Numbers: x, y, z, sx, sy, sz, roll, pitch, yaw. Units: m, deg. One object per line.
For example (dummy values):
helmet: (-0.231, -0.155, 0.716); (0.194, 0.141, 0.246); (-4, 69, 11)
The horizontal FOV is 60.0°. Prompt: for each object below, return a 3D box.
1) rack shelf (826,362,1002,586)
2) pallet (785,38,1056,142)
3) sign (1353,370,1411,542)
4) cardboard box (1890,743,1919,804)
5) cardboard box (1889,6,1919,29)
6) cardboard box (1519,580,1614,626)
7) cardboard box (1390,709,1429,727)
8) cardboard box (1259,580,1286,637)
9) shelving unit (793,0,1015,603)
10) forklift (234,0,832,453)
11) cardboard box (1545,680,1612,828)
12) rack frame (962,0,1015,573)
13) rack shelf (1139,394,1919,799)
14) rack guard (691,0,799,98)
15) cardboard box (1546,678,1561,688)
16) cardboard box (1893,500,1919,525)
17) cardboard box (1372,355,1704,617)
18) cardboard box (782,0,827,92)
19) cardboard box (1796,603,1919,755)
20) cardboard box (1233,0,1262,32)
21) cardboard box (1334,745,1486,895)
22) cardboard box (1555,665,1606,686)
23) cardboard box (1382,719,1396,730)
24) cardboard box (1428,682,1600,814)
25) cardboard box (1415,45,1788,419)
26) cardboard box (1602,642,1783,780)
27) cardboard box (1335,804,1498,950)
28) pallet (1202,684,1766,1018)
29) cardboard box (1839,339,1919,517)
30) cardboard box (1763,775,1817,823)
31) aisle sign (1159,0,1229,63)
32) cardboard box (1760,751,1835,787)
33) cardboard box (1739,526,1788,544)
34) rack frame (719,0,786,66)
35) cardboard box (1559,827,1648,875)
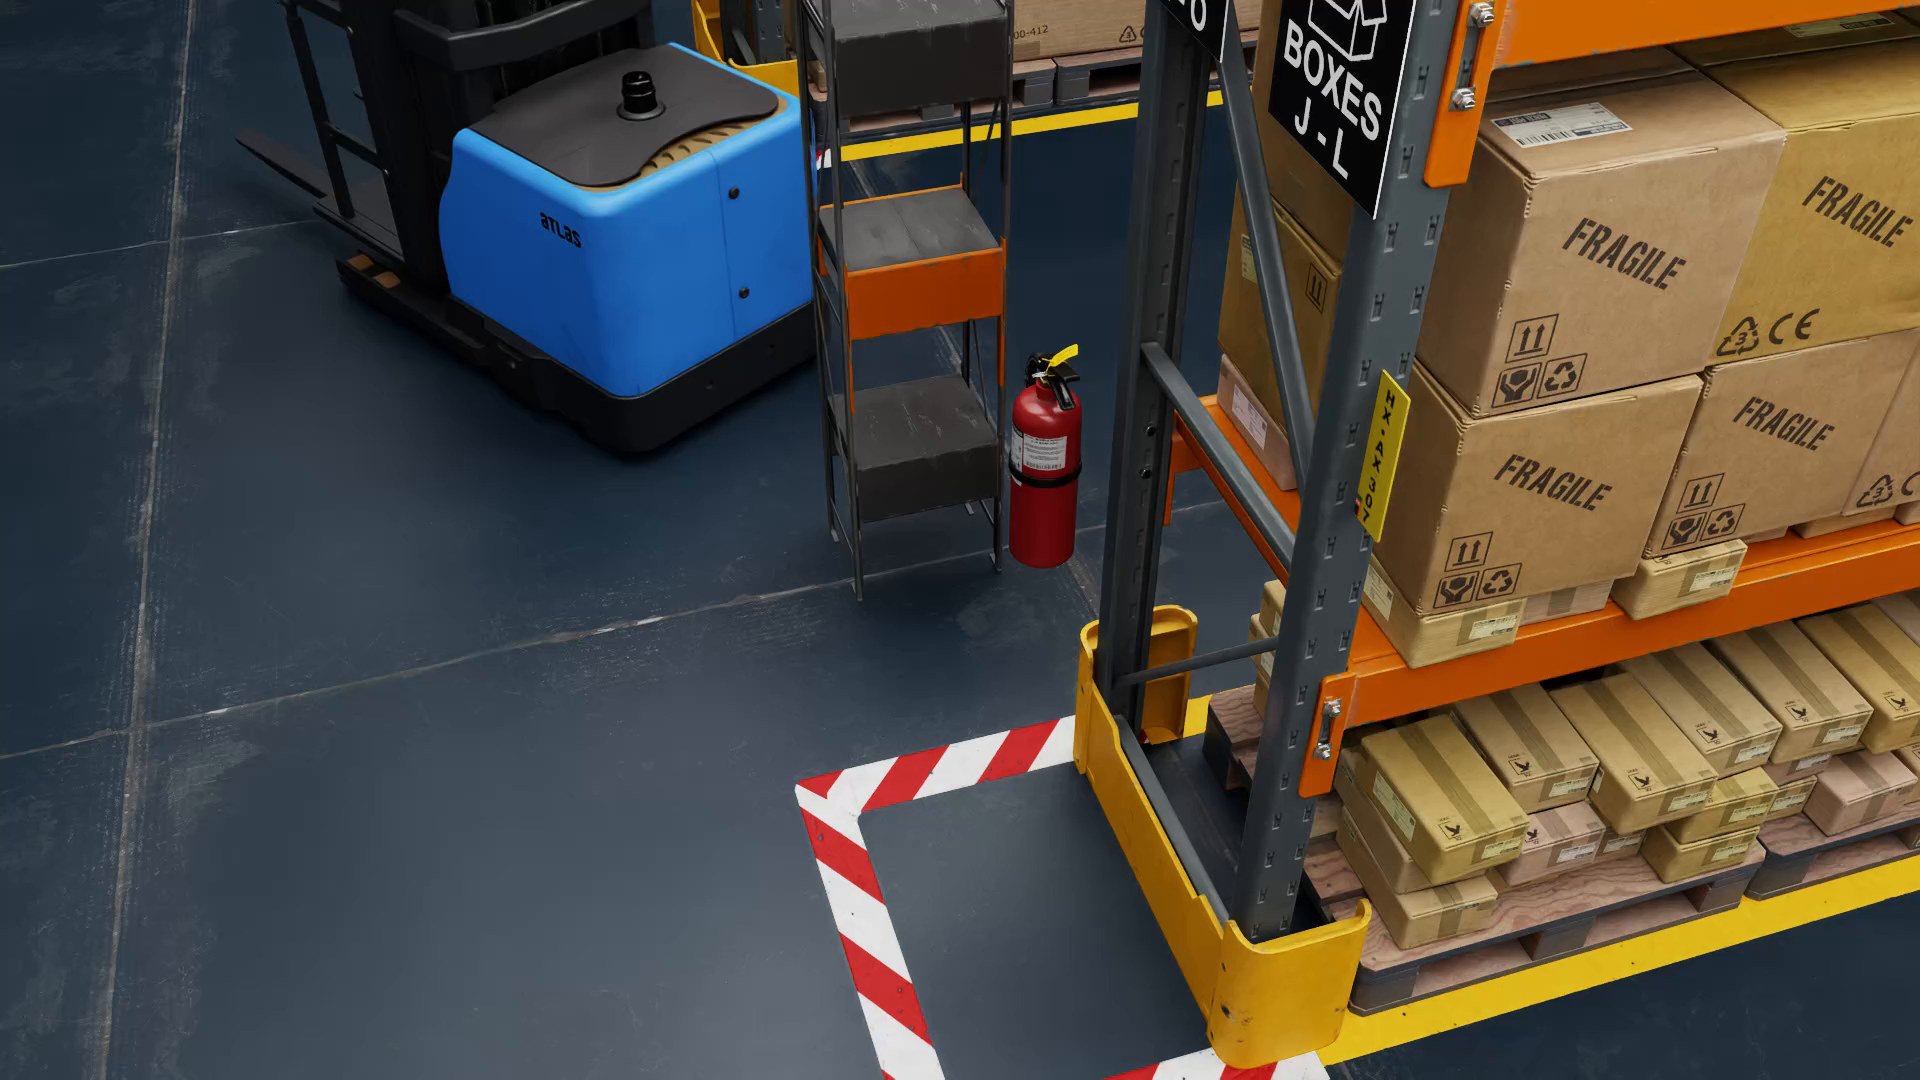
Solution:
rack shelf: (-0.158, -0.221, 5.491); (0.480, 0.518, 0.431); (-12, 42, -13)
pallet: (-0.254, -2.406, 8.343); (1.213, 0.211, 1.003); (-12, 42, -13)
sign: (0.753, -0.148, 2.981); (0.005, 0.325, 0.100); (-12, 42, -13)
cardboard box: (2.657, 0.537, 4.704); (0.250, 0.149, 0.380); (-12, 42, -13)
cardboard box: (2.080, -0.803, 3.327); (0.500, 0.500, 0.500); (-13, 43, -14)
cardboard box: (1.227, -0.002, 3.664); (0.250, 0.149, 0.380); (-10, 42, -12)
cardboard box: (1.273, 0.340, 4.702); (0.250, 0.149, 0.380); (-13, 43, -14)
cardboard box: (1.018, 0.266, 4.562); (0.250, 0.149, 0.380); (-11, 42, -13)
shelving unit: (-0.158, -0.758, 5.022); (0.503, 2.100, 0.431); (-12, 42, -13)
forklift: (-1.935, -2.261, 6.110); (3.031, 2.935, 1.130); (31, 50, 30)
cardboard box: (1.652, 0.576, 4.432); (0.250, 0.149, 0.380); (-11, 42, -13)
rack frame: (0.075, -0.806, 5.077); (0.015, 2.100, 0.400); (-12, 42, -13)
rack shelf: (2.497, -0.286, 4.345); (4.000, 0.370, 1.077); (-12, 42, -13)
rack guard: (-1.017, -2.302, 8.005); (0.348, 0.500, 1.175); (-12, 42, -13)
cardboard box: (1.753, 0.349, 4.918); (0.250, 0.149, 0.380); (-11, 42, -13)
cardboard box: (2.216, -0.228, 3.922); (0.250, 0.149, 0.380); (-12, 43, -14)
cardboard box: (1.101, -0.227, 3.428); (0.500, 0.500, 0.500); (-10, 42, -11)
cardboard box: (-0.394, -2.635, 8.114); (0.875, 0.438, 0.875); (-13, 43, -15)
cardboard box: (2.441, 0.366, 4.446); (0.250, 0.149, 0.380); (-11, 42, -12)
cardboard box: (1.337, -2.998, 8.530); (0.875, 0.438, 0.875); (-13, 43, -14)
cardboard box: (1.167, 0.699, 4.292); (0.250, 0.149, 0.380); (-10, 42, -11)
cardboard box: (1.790, 0.266, 4.788); (0.250, 0.149, 0.380); (-12, 43, -14)
cardboard box: (1.244, 0.404, 4.855); (0.250, 0.149, 0.380); (-10, 42, -12)
cardboard box: (1.418, 0.509, 4.283); (0.250, 0.149, 0.380); (-11, 42, -12)
cardboard box: (1.098, -0.610, 3.107); (0.500, 0.500, 0.500); (-12, 43, -13)
cardboard box: (1.909, 0.439, 4.364); (0.250, 0.149, 0.380); (-14, 43, -15)
cardboard box: (1.186, 0.851, 4.344); (0.250, 0.149, 0.380); (-11, 42, -12)
pallet: (1.448, 0.735, 4.749); (1.213, 0.211, 1.003); (-12, 42, -13)
cardboard box: (2.075, -0.438, 3.669); (0.500, 0.500, 0.500); (-11, 42, -12)
cardboard box: (2.137, 0.602, 4.628); (0.250, 0.149, 0.380); (-12, 42, -13)
aisle sign: (0.430, -1.315, 2.999); (0.004, 0.787, 0.394); (-12, 42, -13)
cardboard box: (2.153, 0.482, 4.540); (0.250, 0.149, 0.380); (-14, 43, -15)
cardboard box: (1.706, -0.159, 3.843); (0.250, 0.149, 0.380); (-10, 42, -11)
rack frame: (-0.994, -3.249, 7.188); (0.127, 3.000, 1.000); (-12, 42, -13)
cardboard box: (1.645, 0.694, 4.523); (0.250, 0.149, 0.380); (-11, 42, -13)
